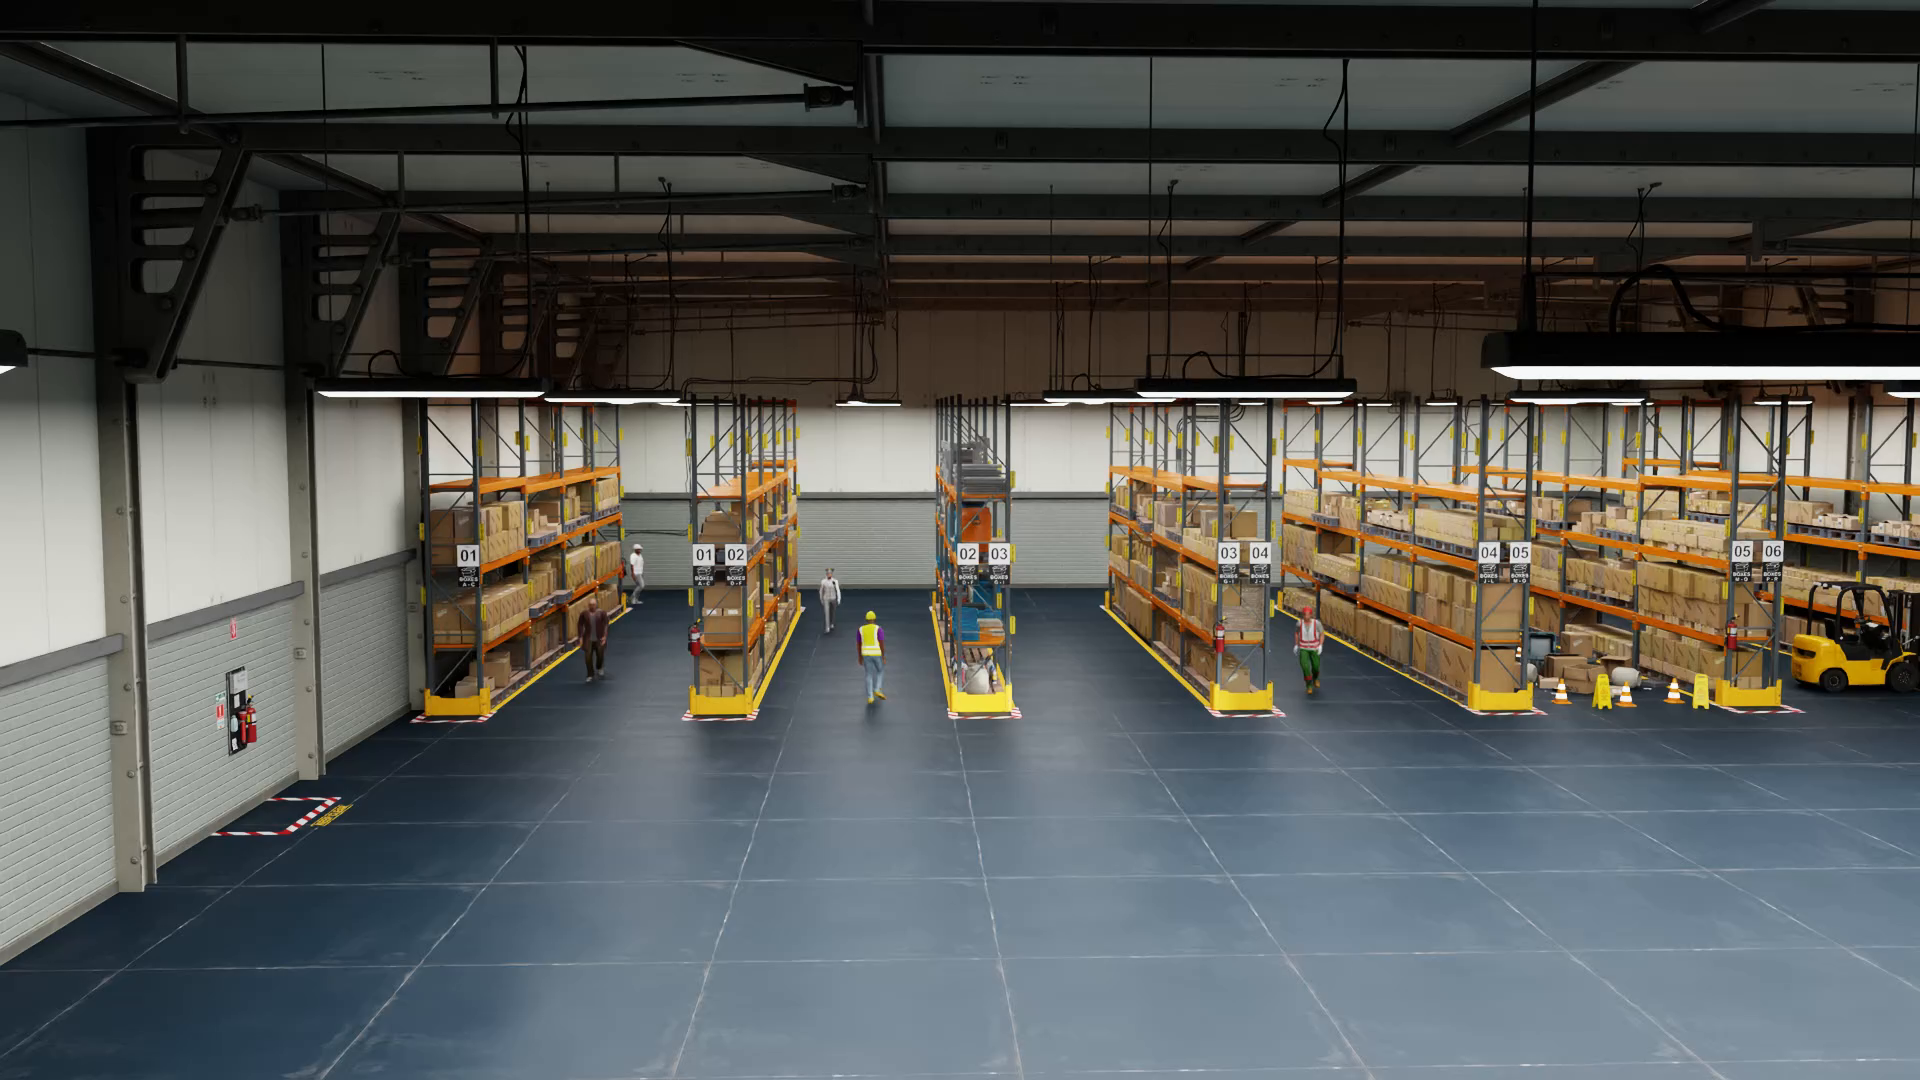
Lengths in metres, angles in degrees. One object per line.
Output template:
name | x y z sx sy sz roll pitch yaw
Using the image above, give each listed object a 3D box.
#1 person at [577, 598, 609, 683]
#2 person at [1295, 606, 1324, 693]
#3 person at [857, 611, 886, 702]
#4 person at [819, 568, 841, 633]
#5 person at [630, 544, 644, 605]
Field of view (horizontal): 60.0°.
person | -7.740 2.092 35.110 0.667 1.763 0.753 -1 5 -9
person | 7.083 2.198 33.705 0.595 1.757 0.738 1 5 16
person | -1.734 2.267 32.565 0.597 1.745 0.527 1 5 8
person | -3.345 1.523 42.766 0.543 1.623 1.024 0 5 -5
person | -9.430 1.002 48.615 0.449 1.766 0.607 0 4 0
